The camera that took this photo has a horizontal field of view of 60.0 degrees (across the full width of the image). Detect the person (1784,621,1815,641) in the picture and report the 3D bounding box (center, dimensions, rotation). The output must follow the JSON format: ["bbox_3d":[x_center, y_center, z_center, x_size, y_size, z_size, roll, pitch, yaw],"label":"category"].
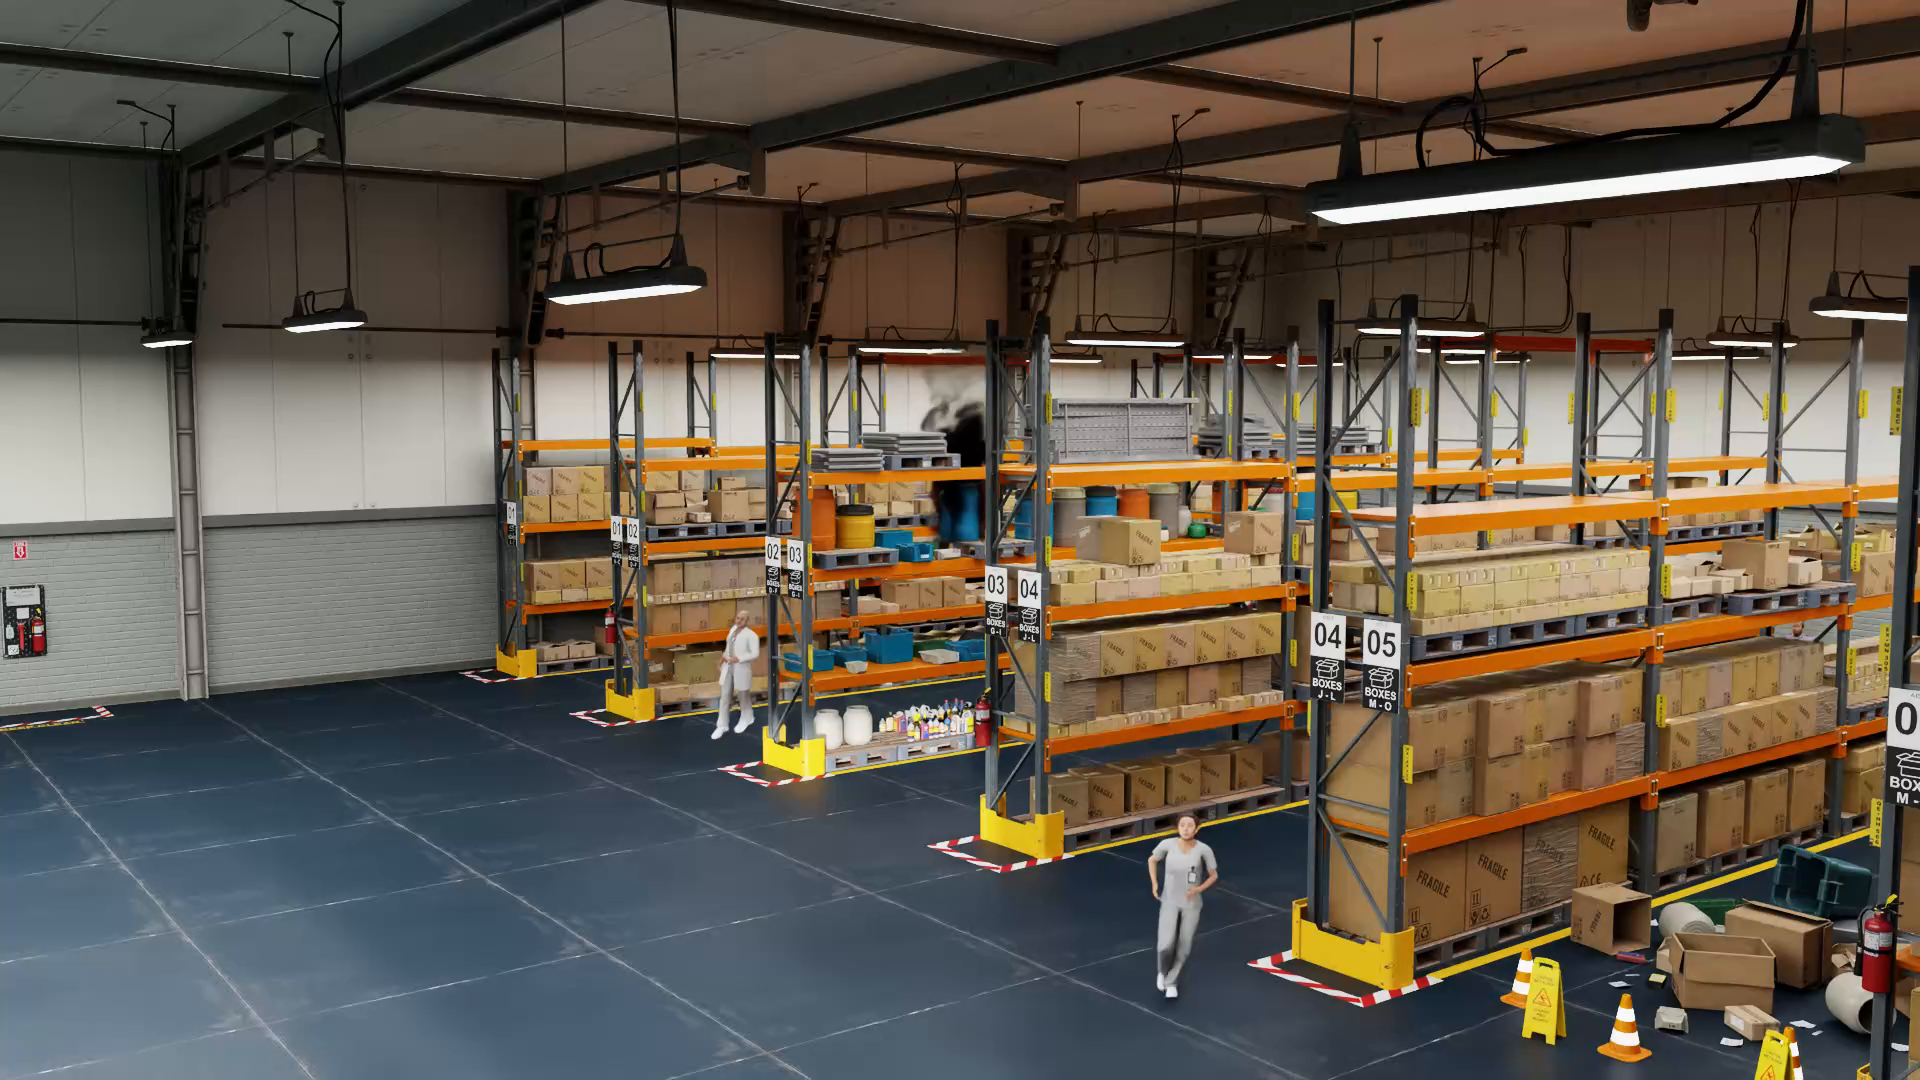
[{"bbox_3d":[13.166,2.061,26.150,0.724,1.626,0.632,-4,7,-40],"label":"person"}]

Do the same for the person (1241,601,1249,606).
[{"bbox_3d":[5.351,1.484,32.023,0.738,1.806,0.671,-4,7,-41],"label":"person"}]

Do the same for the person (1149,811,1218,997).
[{"bbox_3d":[1.888,3.107,14.132,0.598,1.626,0.512,1,5,11],"label":"person"}]

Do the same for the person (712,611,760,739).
[{"bbox_3d":[-3.148,1.909,23.820,0.712,1.808,0.872,3,6,28],"label":"person"}]
